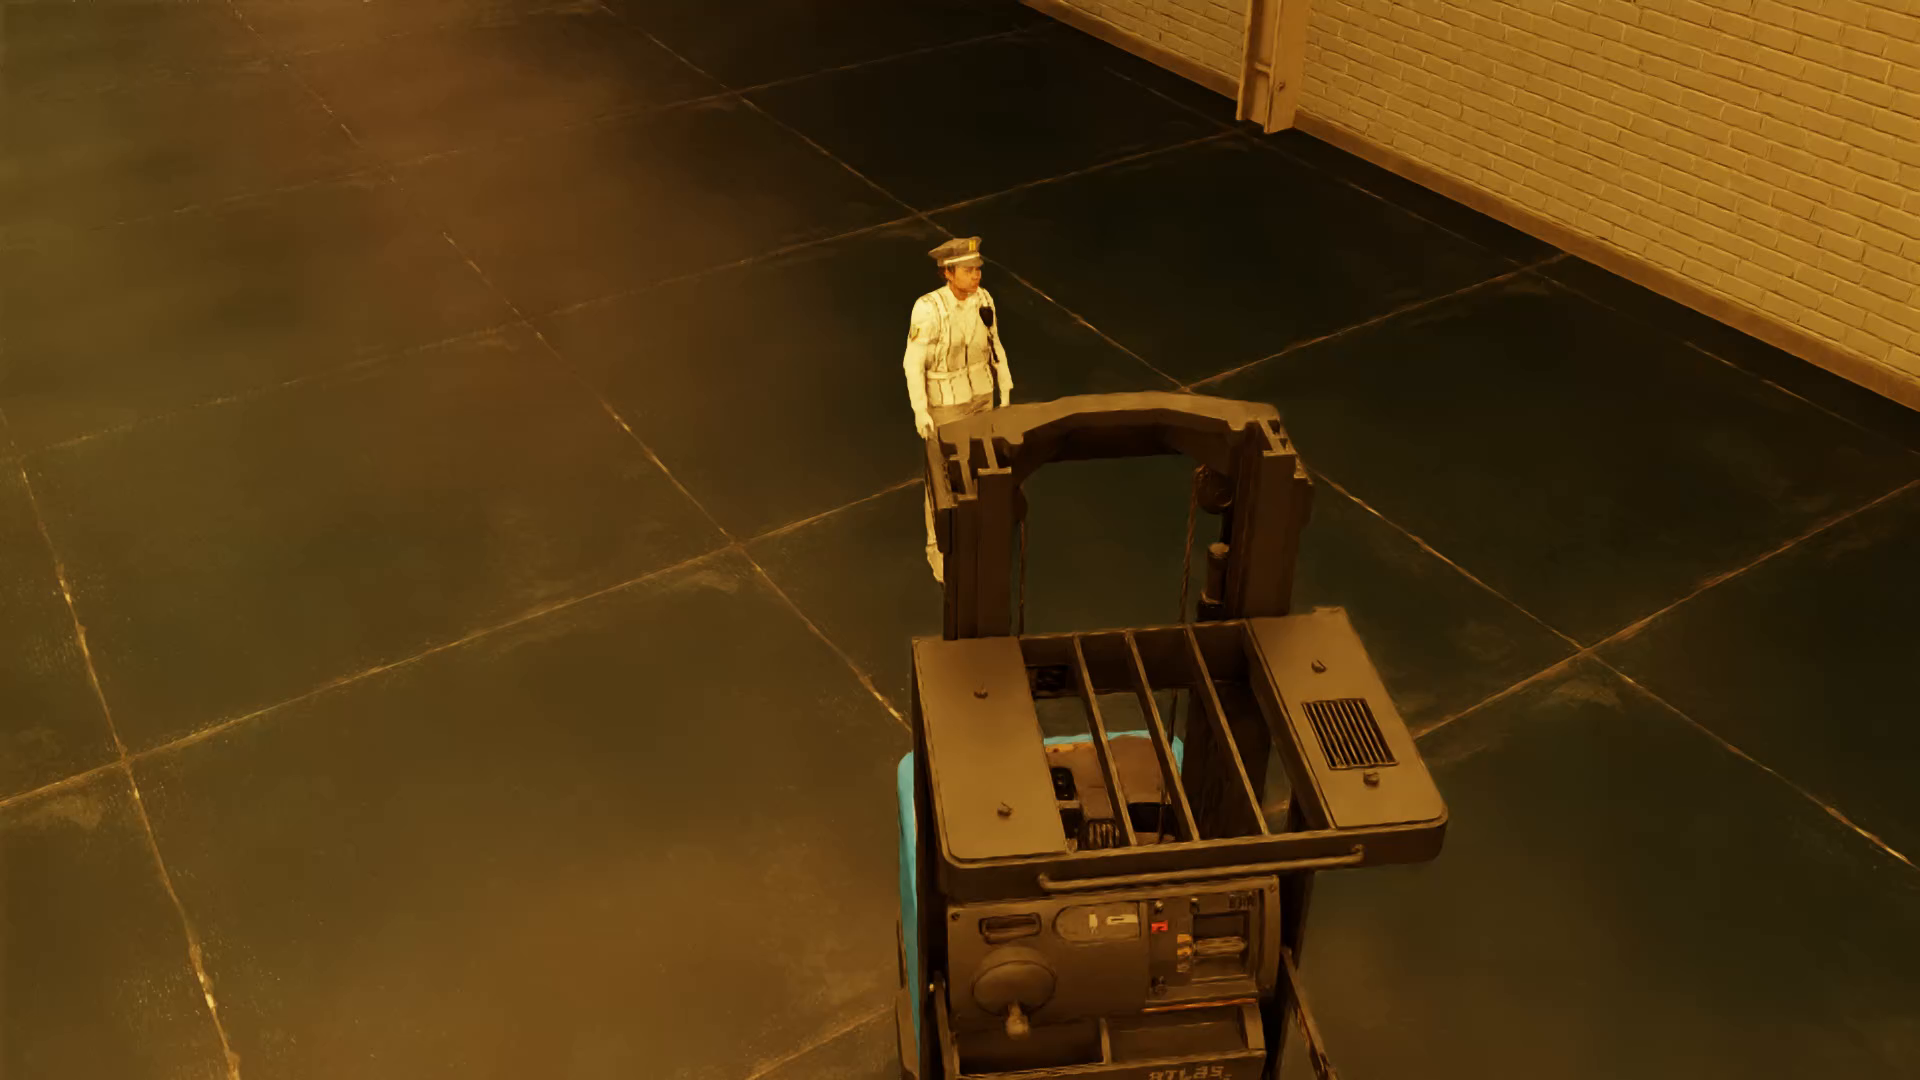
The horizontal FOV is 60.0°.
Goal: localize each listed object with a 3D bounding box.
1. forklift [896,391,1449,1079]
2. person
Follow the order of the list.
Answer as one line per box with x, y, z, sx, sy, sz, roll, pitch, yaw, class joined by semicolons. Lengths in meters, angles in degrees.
0.455;1.213;4.422;1.130;2.935;3.031;-4;35;-6;forklift
0.031;-0.665;8.156;0.586;1.695;0.532;-21;40;-27;person
